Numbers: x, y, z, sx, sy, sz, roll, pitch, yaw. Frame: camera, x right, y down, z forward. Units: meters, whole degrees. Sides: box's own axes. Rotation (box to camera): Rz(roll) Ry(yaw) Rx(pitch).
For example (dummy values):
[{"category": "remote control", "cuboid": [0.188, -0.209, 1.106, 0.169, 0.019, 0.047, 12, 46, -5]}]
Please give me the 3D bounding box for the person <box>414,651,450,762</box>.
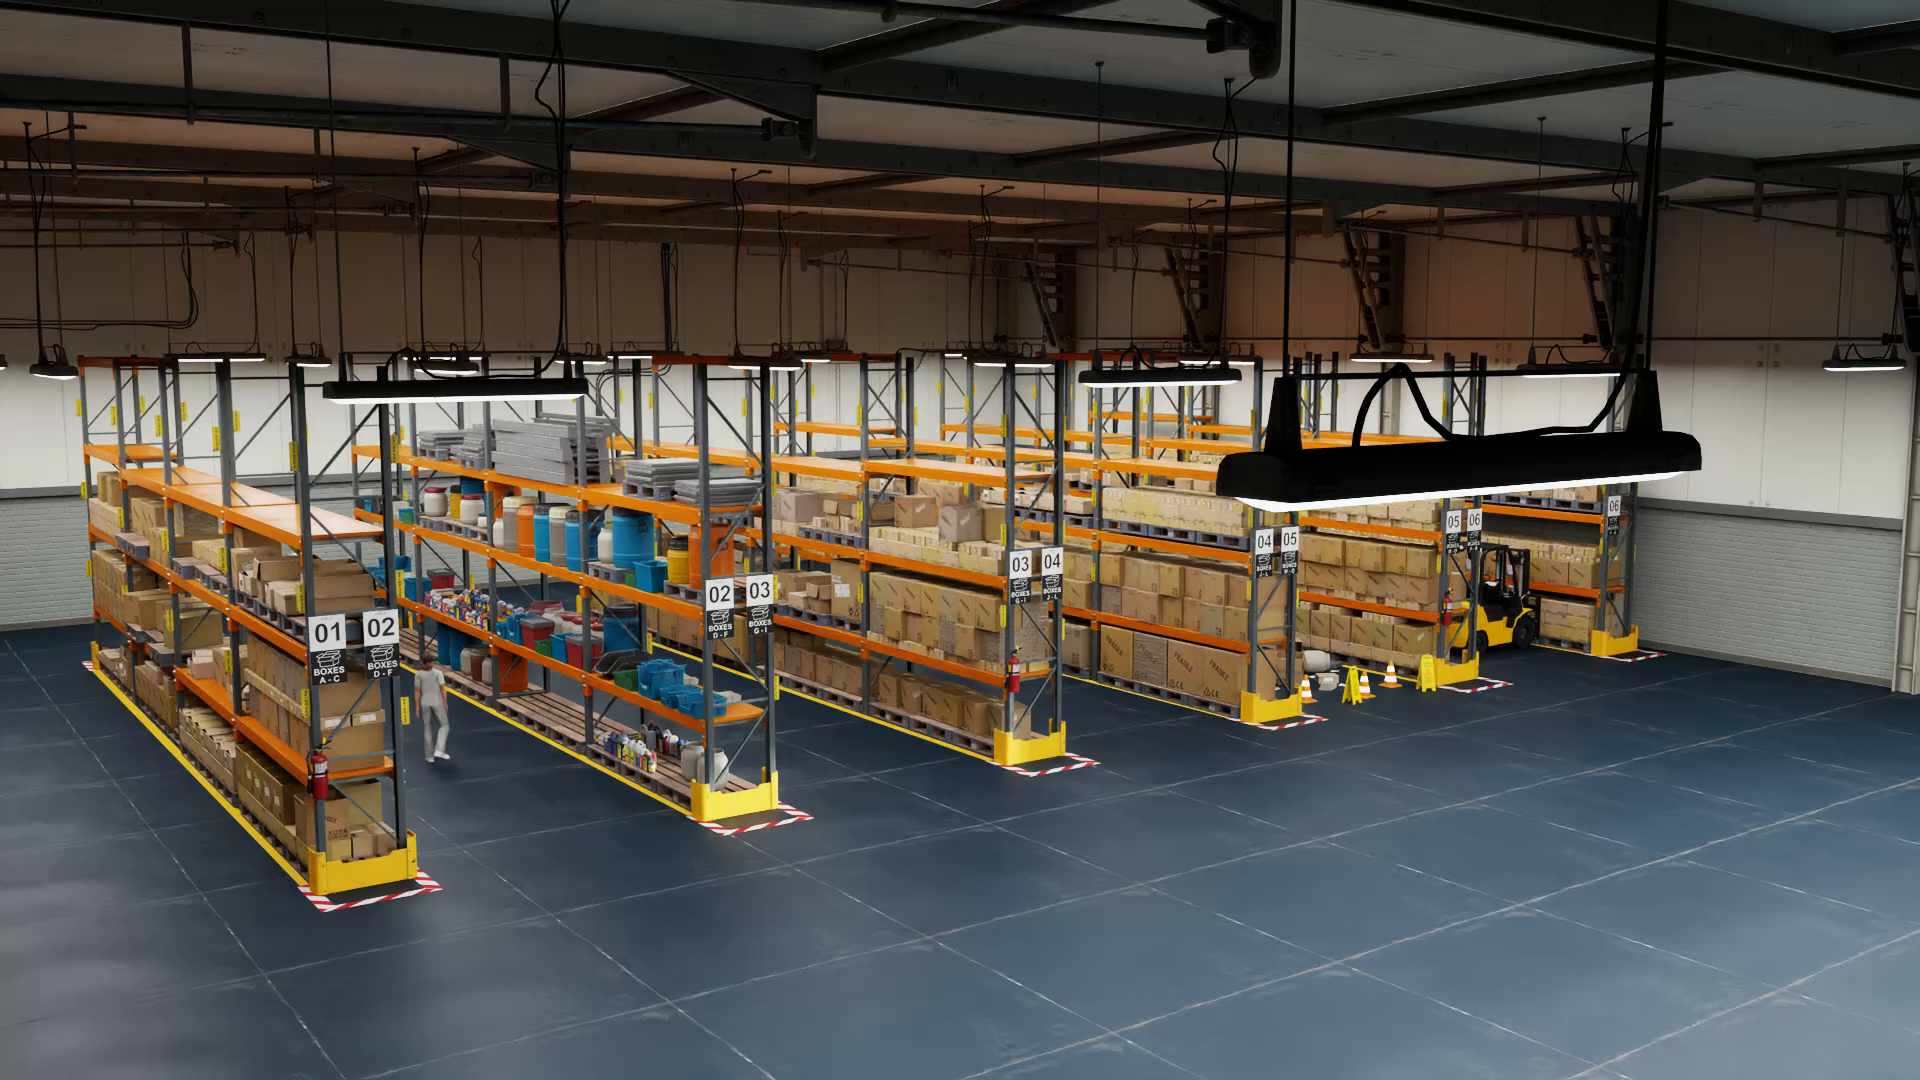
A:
[{"category": "person", "cuboid": [-7.902, 2.500, 24.848, 0.480, 1.671, 0.502, -1, 7, -8]}]
